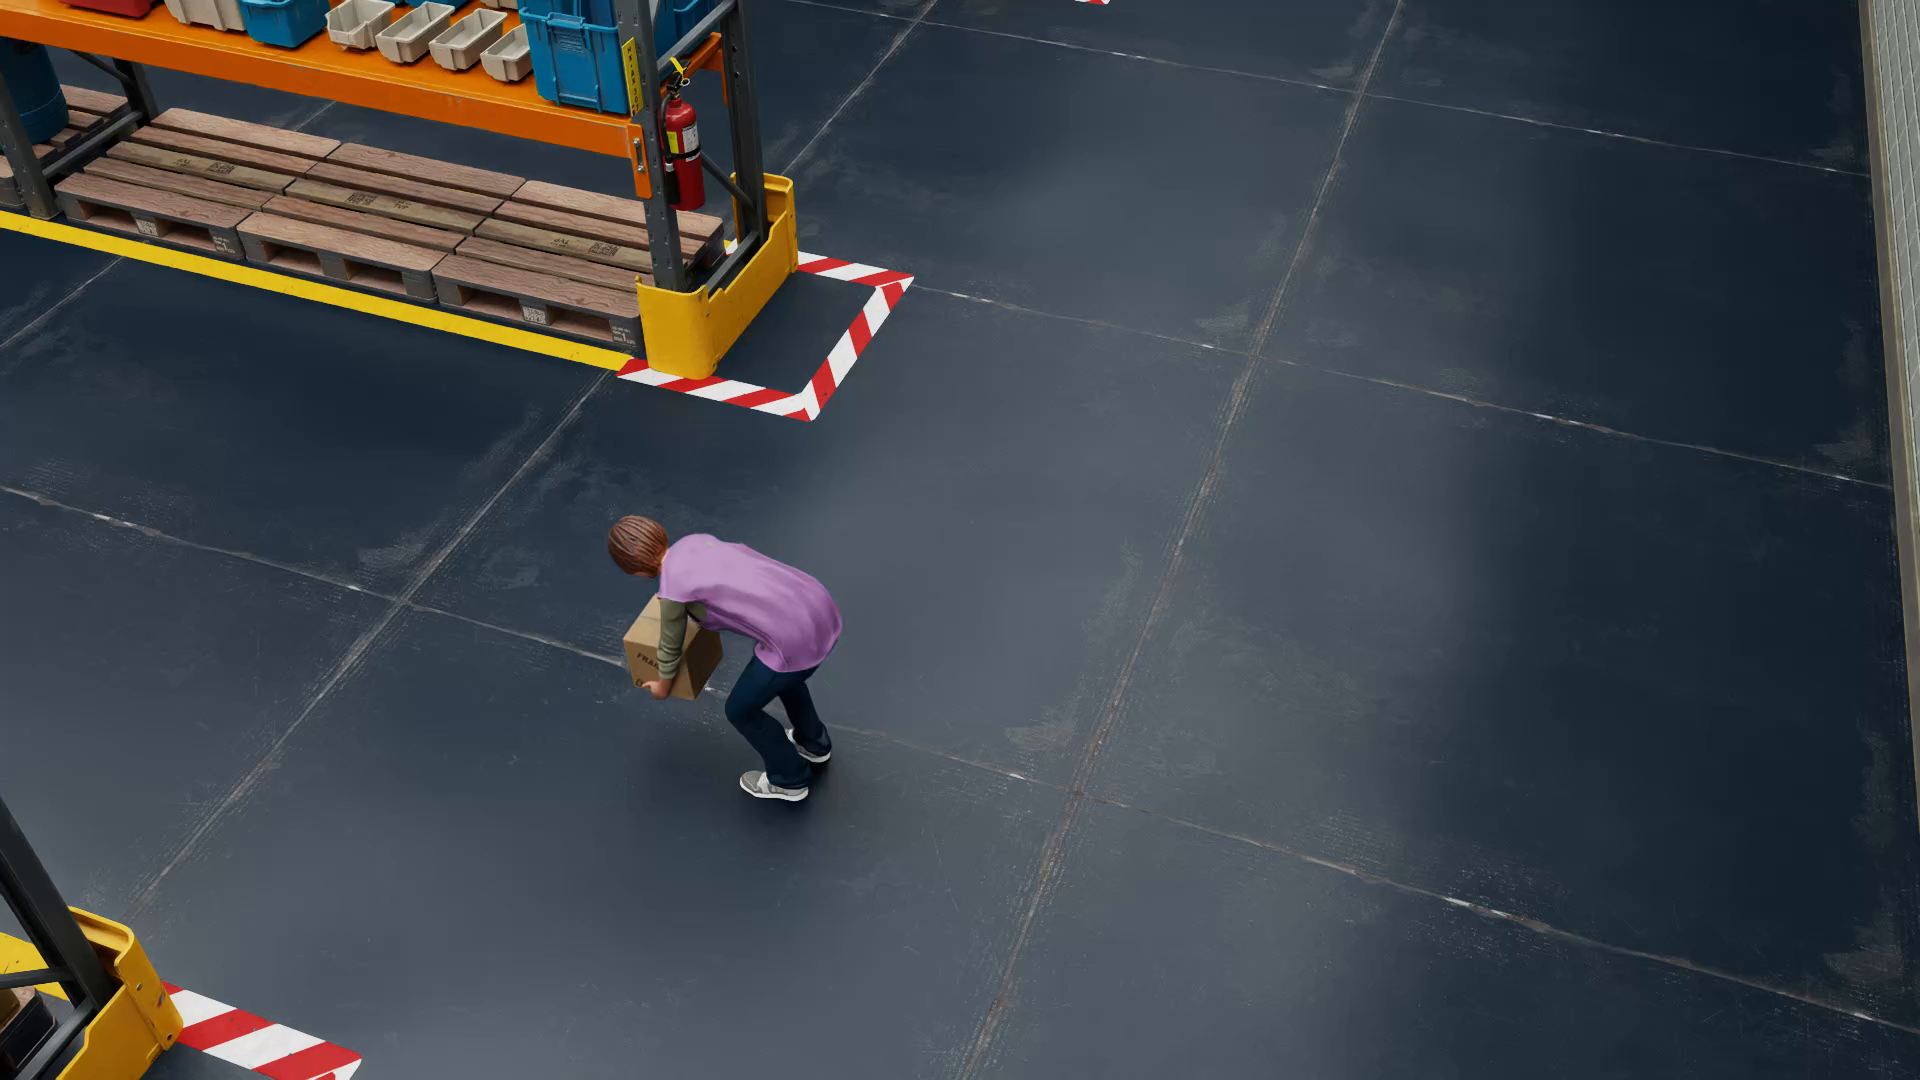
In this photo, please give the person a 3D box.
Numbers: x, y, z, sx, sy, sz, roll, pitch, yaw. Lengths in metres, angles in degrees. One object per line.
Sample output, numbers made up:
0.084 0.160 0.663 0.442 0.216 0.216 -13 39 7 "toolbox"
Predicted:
-0.827 0.422 6.039 0.837 1.144 0.398 13 44 14 "person"
